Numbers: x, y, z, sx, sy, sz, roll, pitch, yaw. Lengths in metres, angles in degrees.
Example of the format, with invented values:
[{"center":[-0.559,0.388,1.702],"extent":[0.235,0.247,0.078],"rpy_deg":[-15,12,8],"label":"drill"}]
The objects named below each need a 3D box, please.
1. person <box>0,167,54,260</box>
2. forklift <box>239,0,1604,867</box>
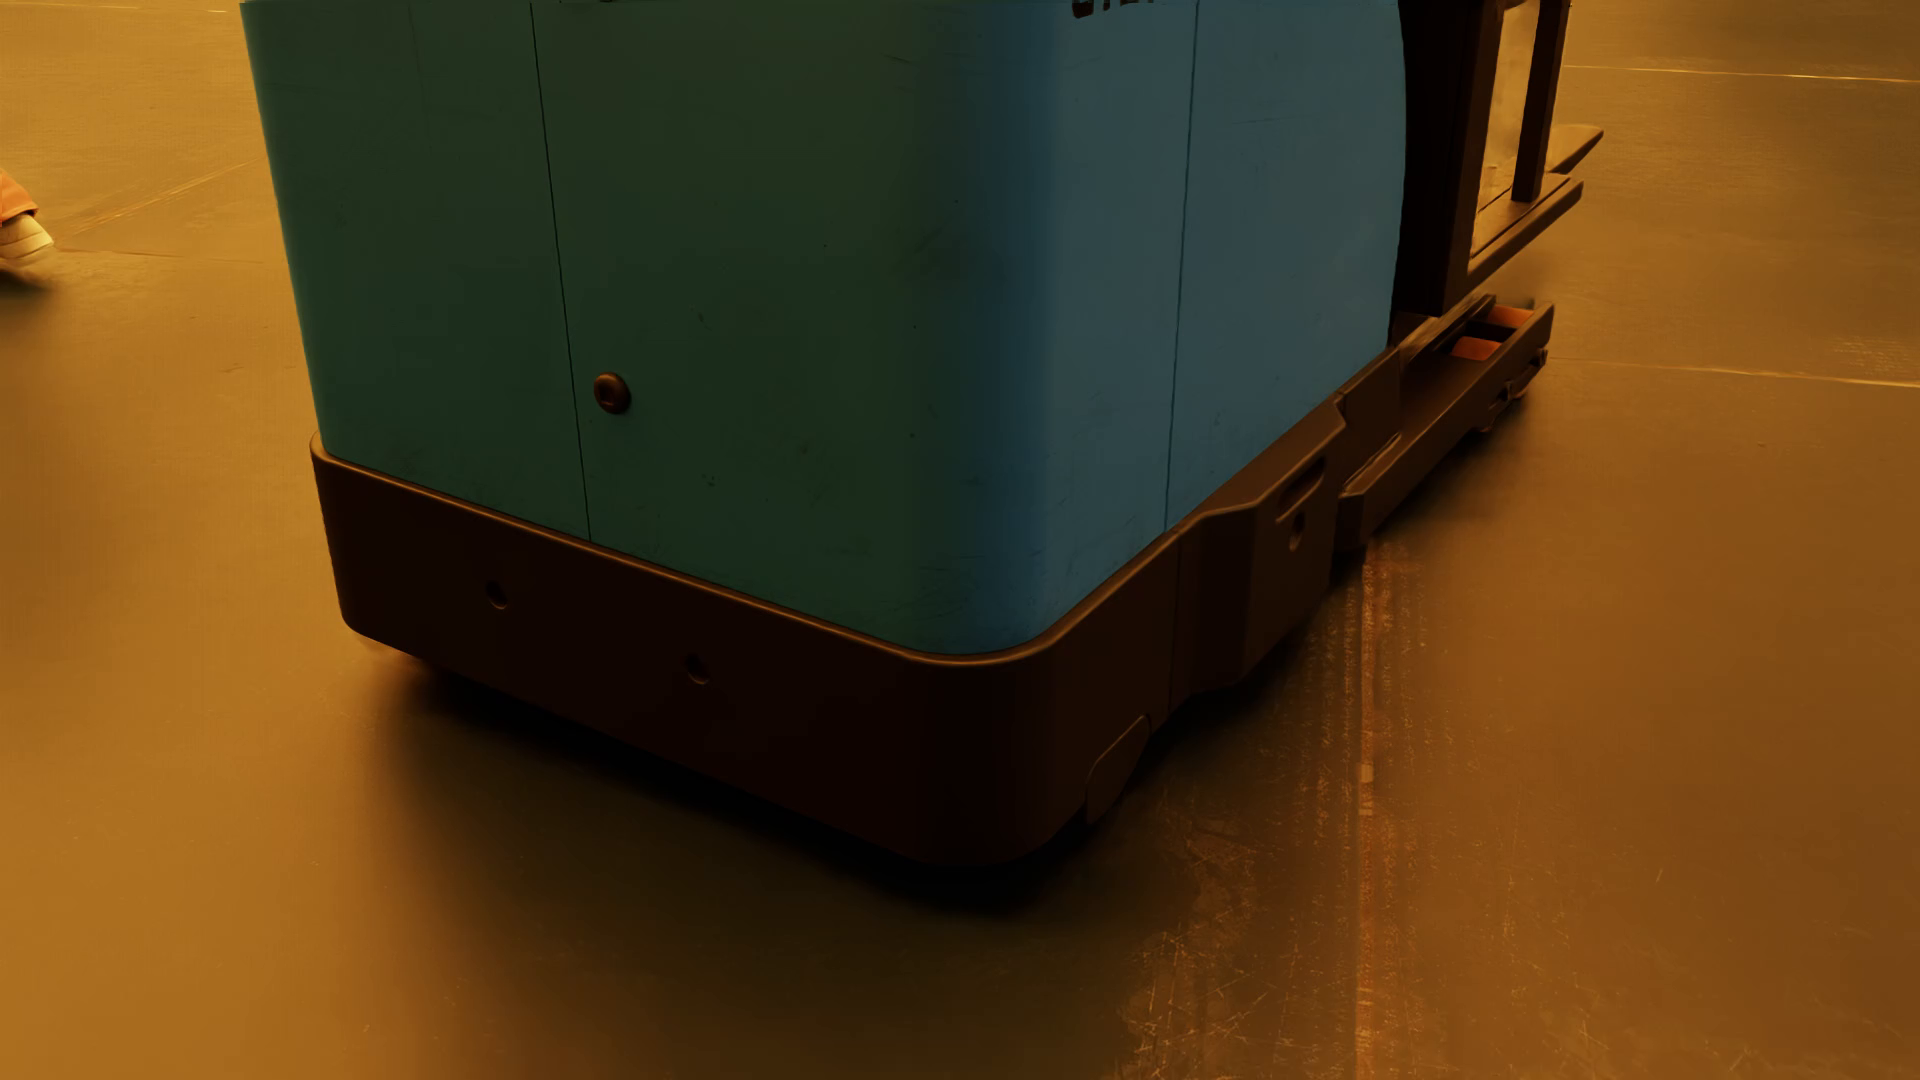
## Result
[{"center":[-2.383,-1.288,3.328],"extent":[0.903,1.605,0.471],"rpy_deg":[3,27,6],"label":"person"},{"center":[0.416,-1.595,2.408],"extent":[1.130,2.935,3.031],"rpy_deg":[16,31,29],"label":"forklift"}]
